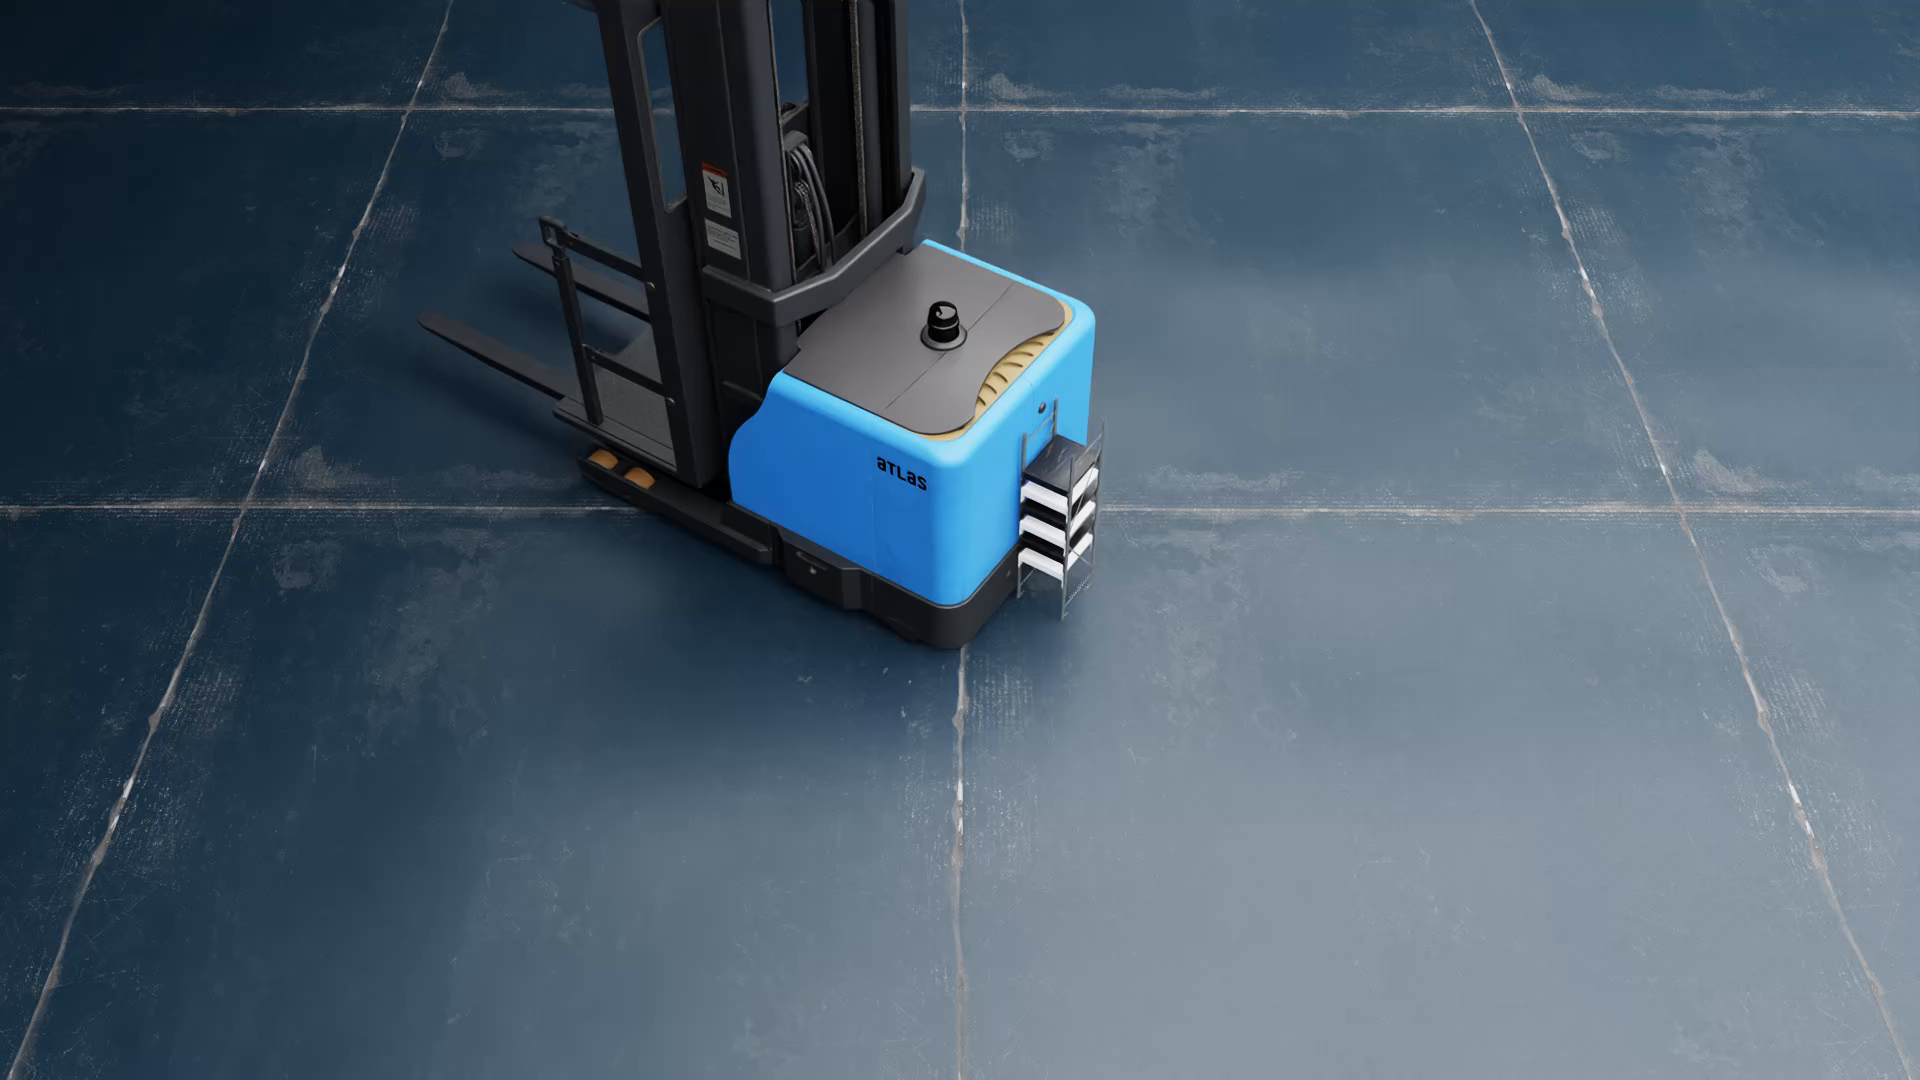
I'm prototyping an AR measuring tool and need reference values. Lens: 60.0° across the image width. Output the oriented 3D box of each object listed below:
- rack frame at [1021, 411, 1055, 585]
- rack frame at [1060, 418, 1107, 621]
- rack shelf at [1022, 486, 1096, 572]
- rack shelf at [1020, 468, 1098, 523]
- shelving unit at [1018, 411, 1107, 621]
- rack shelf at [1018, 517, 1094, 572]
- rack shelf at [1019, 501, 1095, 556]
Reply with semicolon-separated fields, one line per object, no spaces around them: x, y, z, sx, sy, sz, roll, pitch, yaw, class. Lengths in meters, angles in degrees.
0.291;-0.143;6.349;0.003;0.785;0.228;26;52;22;rack frame
0.462;-0.061;6.273;0.006;0.900;0.240;26;52;22;rack frame
0.377;-0.068;6.348;0.190;0.281;0.221;26;52;22;rack shelf
0.377;-0.202;6.204;0.200;0.077;0.258;26;52;22;rack shelf
0.377;-0.102;6.311;0.208;0.900;0.258;26;52;22;shelving unit
0.377;-0.018;6.401;0.200;0.077;0.258;26;52;22;rack shelf
0.377;-0.080;6.336;0.200;0.077;0.258;26;52;22;rack shelf
